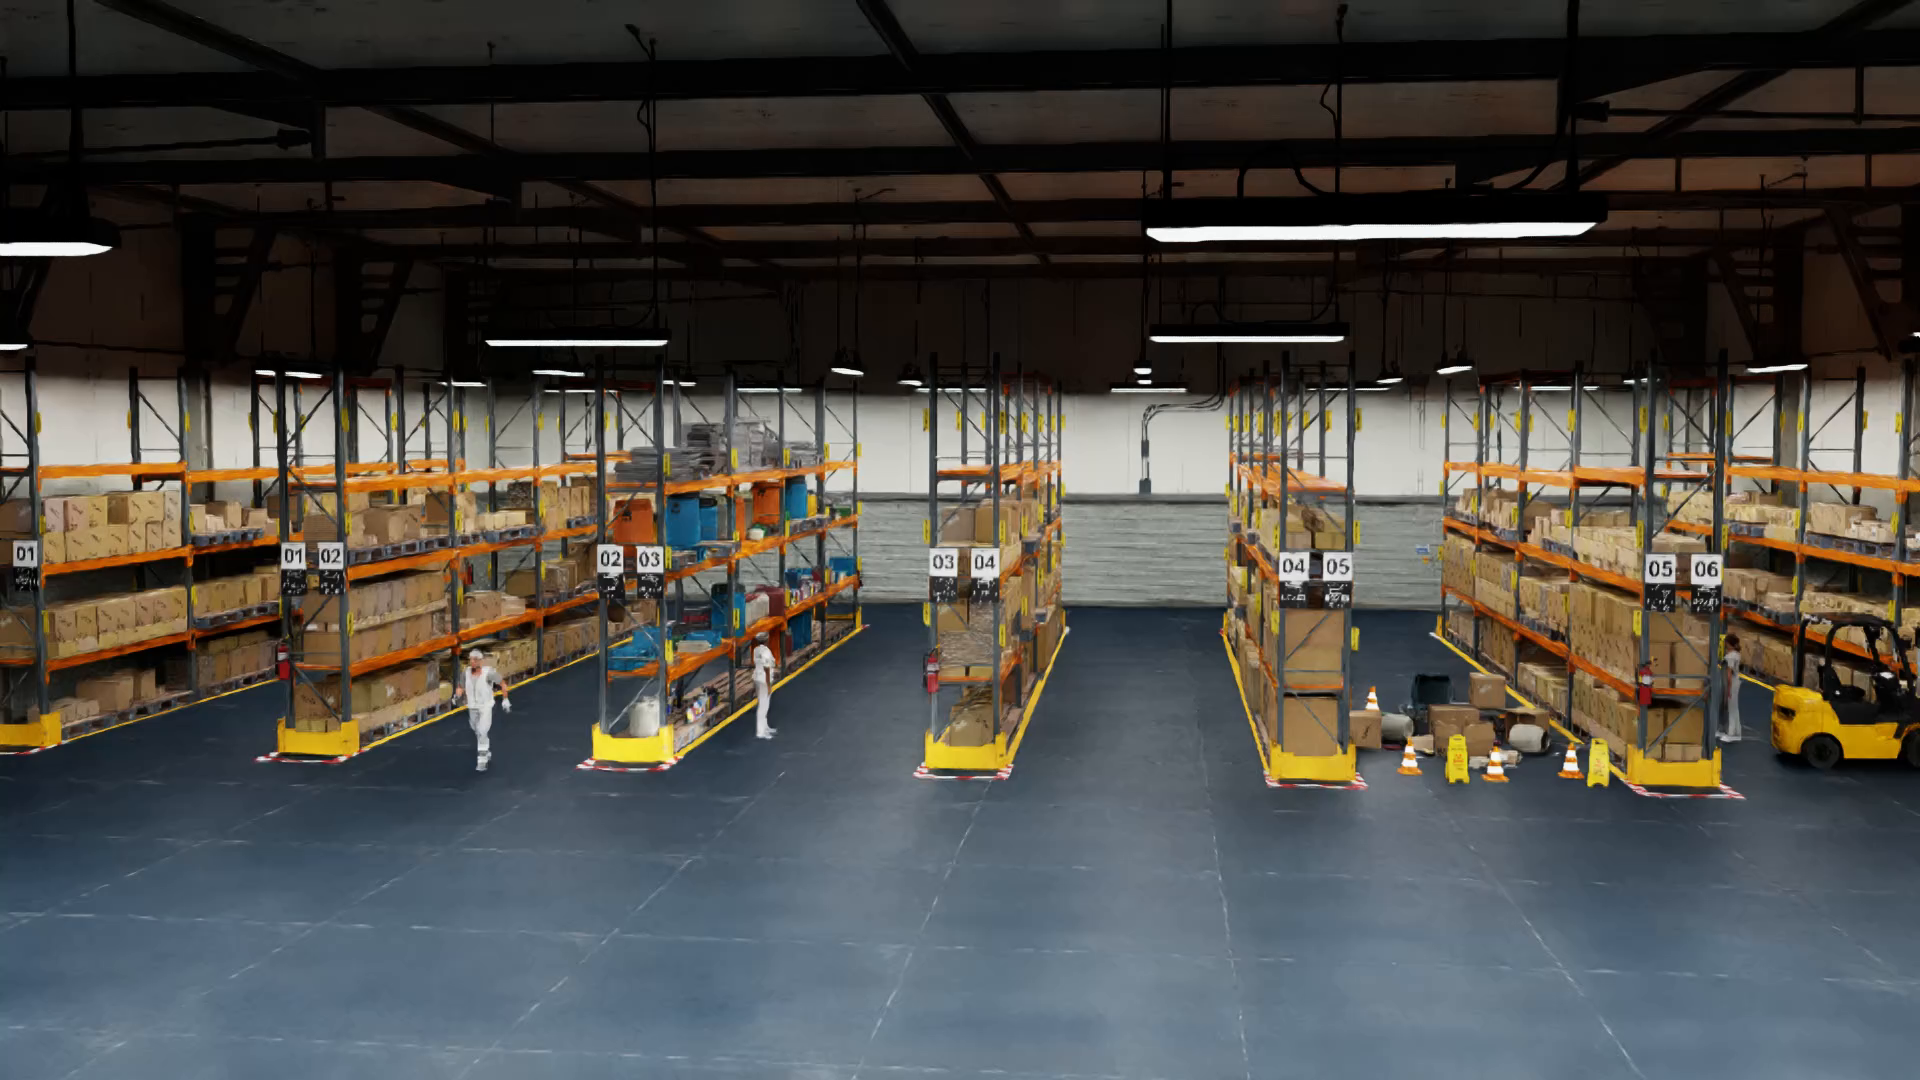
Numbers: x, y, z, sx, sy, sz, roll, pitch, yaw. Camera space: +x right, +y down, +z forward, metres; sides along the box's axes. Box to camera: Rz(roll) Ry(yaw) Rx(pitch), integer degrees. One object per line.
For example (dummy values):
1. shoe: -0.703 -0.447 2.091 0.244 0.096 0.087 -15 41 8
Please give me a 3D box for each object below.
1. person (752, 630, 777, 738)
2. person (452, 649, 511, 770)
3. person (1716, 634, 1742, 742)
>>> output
1. person: -3.100 2.281 26.518 0.416 1.678 0.507 -2 4 -24
2. person: -6.963 2.430 24.156 0.703 1.722 0.835 1 4 12
3. person: 12.061 2.306 26.183 0.532 1.674 0.532 3 5 32
